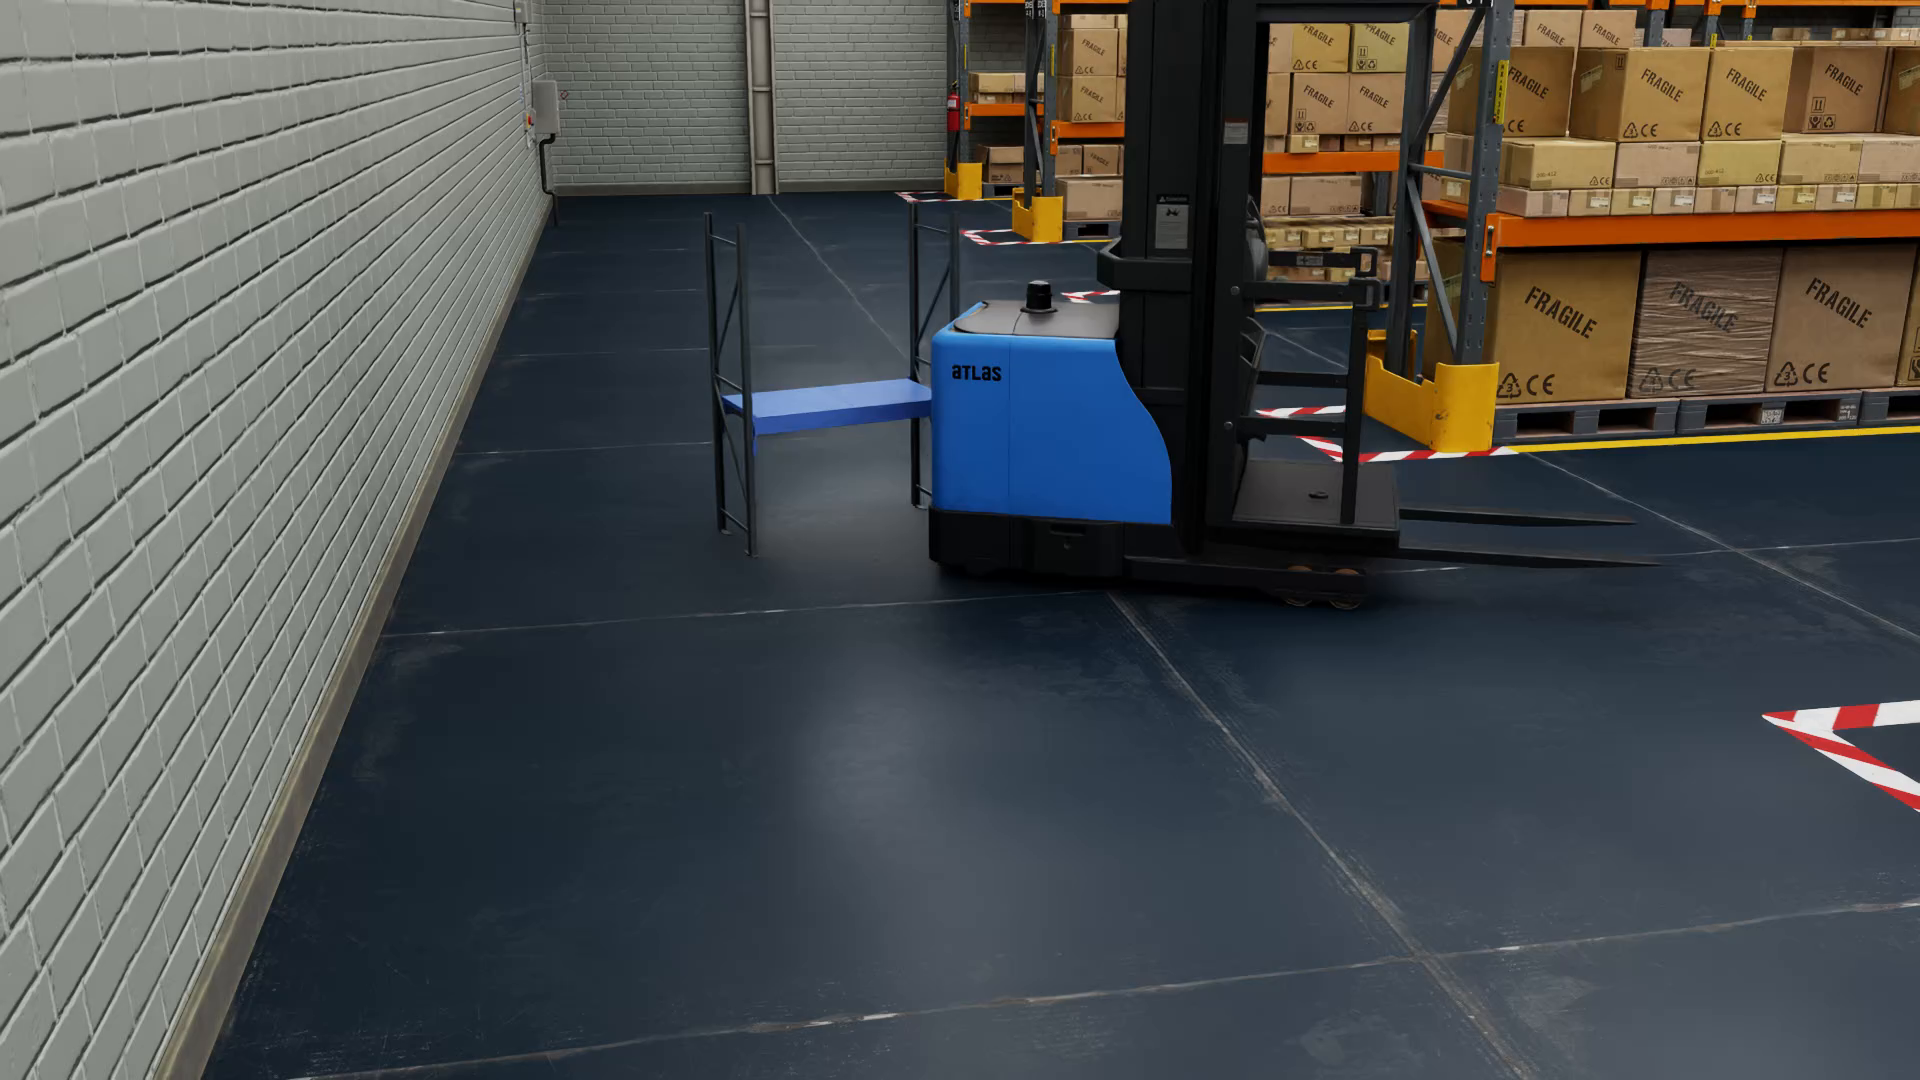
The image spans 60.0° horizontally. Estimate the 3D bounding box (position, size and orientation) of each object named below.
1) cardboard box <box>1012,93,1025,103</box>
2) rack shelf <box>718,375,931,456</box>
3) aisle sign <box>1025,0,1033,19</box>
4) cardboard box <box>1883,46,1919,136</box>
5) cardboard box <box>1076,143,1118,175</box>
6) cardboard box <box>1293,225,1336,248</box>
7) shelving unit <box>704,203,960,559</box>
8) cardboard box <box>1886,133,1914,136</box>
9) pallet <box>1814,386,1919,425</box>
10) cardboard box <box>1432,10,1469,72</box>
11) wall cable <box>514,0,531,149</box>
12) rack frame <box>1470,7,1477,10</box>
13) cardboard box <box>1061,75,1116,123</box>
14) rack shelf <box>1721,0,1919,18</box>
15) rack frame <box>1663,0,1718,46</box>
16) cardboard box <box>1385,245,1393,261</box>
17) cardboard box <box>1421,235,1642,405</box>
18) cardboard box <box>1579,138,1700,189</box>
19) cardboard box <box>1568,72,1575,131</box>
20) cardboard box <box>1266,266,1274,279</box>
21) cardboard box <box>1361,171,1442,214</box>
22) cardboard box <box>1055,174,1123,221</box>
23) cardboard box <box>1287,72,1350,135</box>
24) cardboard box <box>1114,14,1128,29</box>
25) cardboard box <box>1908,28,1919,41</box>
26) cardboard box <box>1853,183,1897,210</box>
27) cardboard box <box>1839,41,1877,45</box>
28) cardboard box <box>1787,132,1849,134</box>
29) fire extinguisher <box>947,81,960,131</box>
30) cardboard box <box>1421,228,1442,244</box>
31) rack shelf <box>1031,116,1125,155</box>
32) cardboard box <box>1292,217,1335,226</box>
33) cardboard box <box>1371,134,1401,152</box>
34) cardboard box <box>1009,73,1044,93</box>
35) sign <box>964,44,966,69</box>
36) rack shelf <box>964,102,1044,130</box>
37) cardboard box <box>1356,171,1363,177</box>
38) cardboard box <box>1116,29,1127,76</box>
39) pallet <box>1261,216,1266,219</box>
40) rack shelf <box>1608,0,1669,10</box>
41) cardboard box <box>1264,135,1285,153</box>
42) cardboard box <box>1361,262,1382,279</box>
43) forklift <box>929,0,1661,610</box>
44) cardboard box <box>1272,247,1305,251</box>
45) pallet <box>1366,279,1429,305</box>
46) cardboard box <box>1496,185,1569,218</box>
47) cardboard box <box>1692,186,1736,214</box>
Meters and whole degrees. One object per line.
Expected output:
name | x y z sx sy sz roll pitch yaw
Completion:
cardboard box | 0.832 -6.260 23.513 0.250 0.149 0.380 -3 17 -11
rack shelf | -0.581 -0.593 7.801 1.000 0.185 0.538 -8 19 -25
aisle sign | 0.781 -6.286 18.742 0.004 0.787 0.394 -3 17 -10
cardboard box | 5.825 -2.624 9.717 0.500 0.500 0.500 -3 17 -10
cardboard box | 1.968 -5.438 23.952 0.500 0.500 0.500 -3 17 -9
cardboard box | 3.047 -2.618 14.352 0.250 0.149 0.380 -3 17 -11
shelving unit | -0.581 -0.765 7.748 1.048 1.500 0.538 -8 19 -25
cardboard box | 5.827 -2.265 9.826 0.500 0.250 0.500 -3 17 -9
pallet | 5.956 -0.971 10.615 1.213 0.211 1.003 -3 17 -10
cardboard box | 3.949 -4.235 14.112 0.500 0.500 0.500 -4 17 -12
wall cable | -4.621 -5.138 17.647 0.123 1.953 0.585 -3 17 -10
rack frame | 7.820 -6.834 24.954 0.127 3.000 1.000 -3 17 -10
cardboard box | 1.436 -4.950 18.649 0.500 0.500 0.500 -3 17 -11
rack shelf | 13.711 -8.259 25.708 4.000 0.370 1.077 -3 17 -10
rack frame | 8.765 -5.404 20.296 0.127 3.000 1.000 -3 17 -10
cardboard box | 3.788 -2.562 14.679 0.250 0.149 0.380 -2 17 -8
cardboard box | 3.404 -1.345 9.986 0.875 0.875 0.875 -3 17 -10
cardboard box | 3.822 -2.152 9.457 0.500 0.250 0.500 -3 17 -11
cardboard box | 5.455 -3.841 14.532 0.500 0.500 0.500 -3 17 -10
cardboard box | 2.524 -2.312 14.369 0.250 0.149 0.380 -3 17 -9
cardboard box | 5.431 -4.424 20.009 0.875 0.875 0.875 -3 17 -9
cardboard box | 1.540 -4.000 19.374 0.875 0.438 0.875 -4 17 -12
cardboard box | 2.963 -3.709 14.103 0.500 0.500 0.500 -3 17 -10
cardboard box | 1.832 -5.750 18.447 0.250 0.149 0.380 -3 17 -9
cardboard box | 11.608 -6.194 20.374 0.250 0.149 0.380 -4 17 -12
cardboard box | 5.219 -2.021 9.711 0.250 0.149 0.380 -4 17 -11
cardboard box | 10.774 -5.841 20.328 0.500 0.500 0.500 -4 18 -13
cardboard box | 5.210 -2.387 10.224 0.500 0.250 0.500 -3 17 -9
fire extinguisher | -0.091 -6.032 23.109 0.183 0.674 0.296 -3 17 -10
cardboard box | 4.045 -2.711 14.656 0.250 0.149 0.380 -3 17 -10
rack shelf | 2.874 -4.726 19.314 4.000 0.370 1.077 -3 17 -10
cardboard box | 3.175 -2.806 14.967 0.250 0.149 0.380 -4 18 -13
cardboard box | 3.593 -3.433 14.310 0.250 0.149 0.380 -4 17 -12
cardboard box | 0.957 -6.435 23.403 0.500 0.250 0.500 -3 17 -10
sign | 0.068 -6.646 22.867 0.005 0.325 0.100 -3 17 -10
rack shelf | 1.929 -6.156 23.972 4.000 0.370 1.077 -3 17 -10
cardboard box | 5.932 -5.666 24.691 0.500 0.500 0.500 -4 17 -12
cardboard box | 1.942 -5.459 18.604 0.500 0.500 0.500 -4 17 -12
pallet | 2.876 -3.759 19.691 1.213 0.211 1.003 -3 17 -10
rack shelf | 7.840 -4.961 14.971 4.000 0.370 1.077 -3 17 -10
cardboard box | 2.571 -3.366 14.091 0.250 0.149 0.380 -3 17 -8
cardboard box | 3.512 -2.390 14.624 0.250 0.149 0.380 -3 17 -10
forklift | 1.436 -1.284 7.001 3.031 2.935 1.130 4 17 12
cardboard box | 2.792 -2.471 14.382 0.250 0.149 0.380 -3 17 -11
pallet | 4.023 -2.310 14.973 1.213 0.211 1.003 -3 17 -10
cardboard box | 3.202 -1.906 9.336 0.250 0.149 0.380 -3 17 -10
cardboard box | 4.210 -1.964 9.524 0.250 0.149 0.380 -4 17 -12
